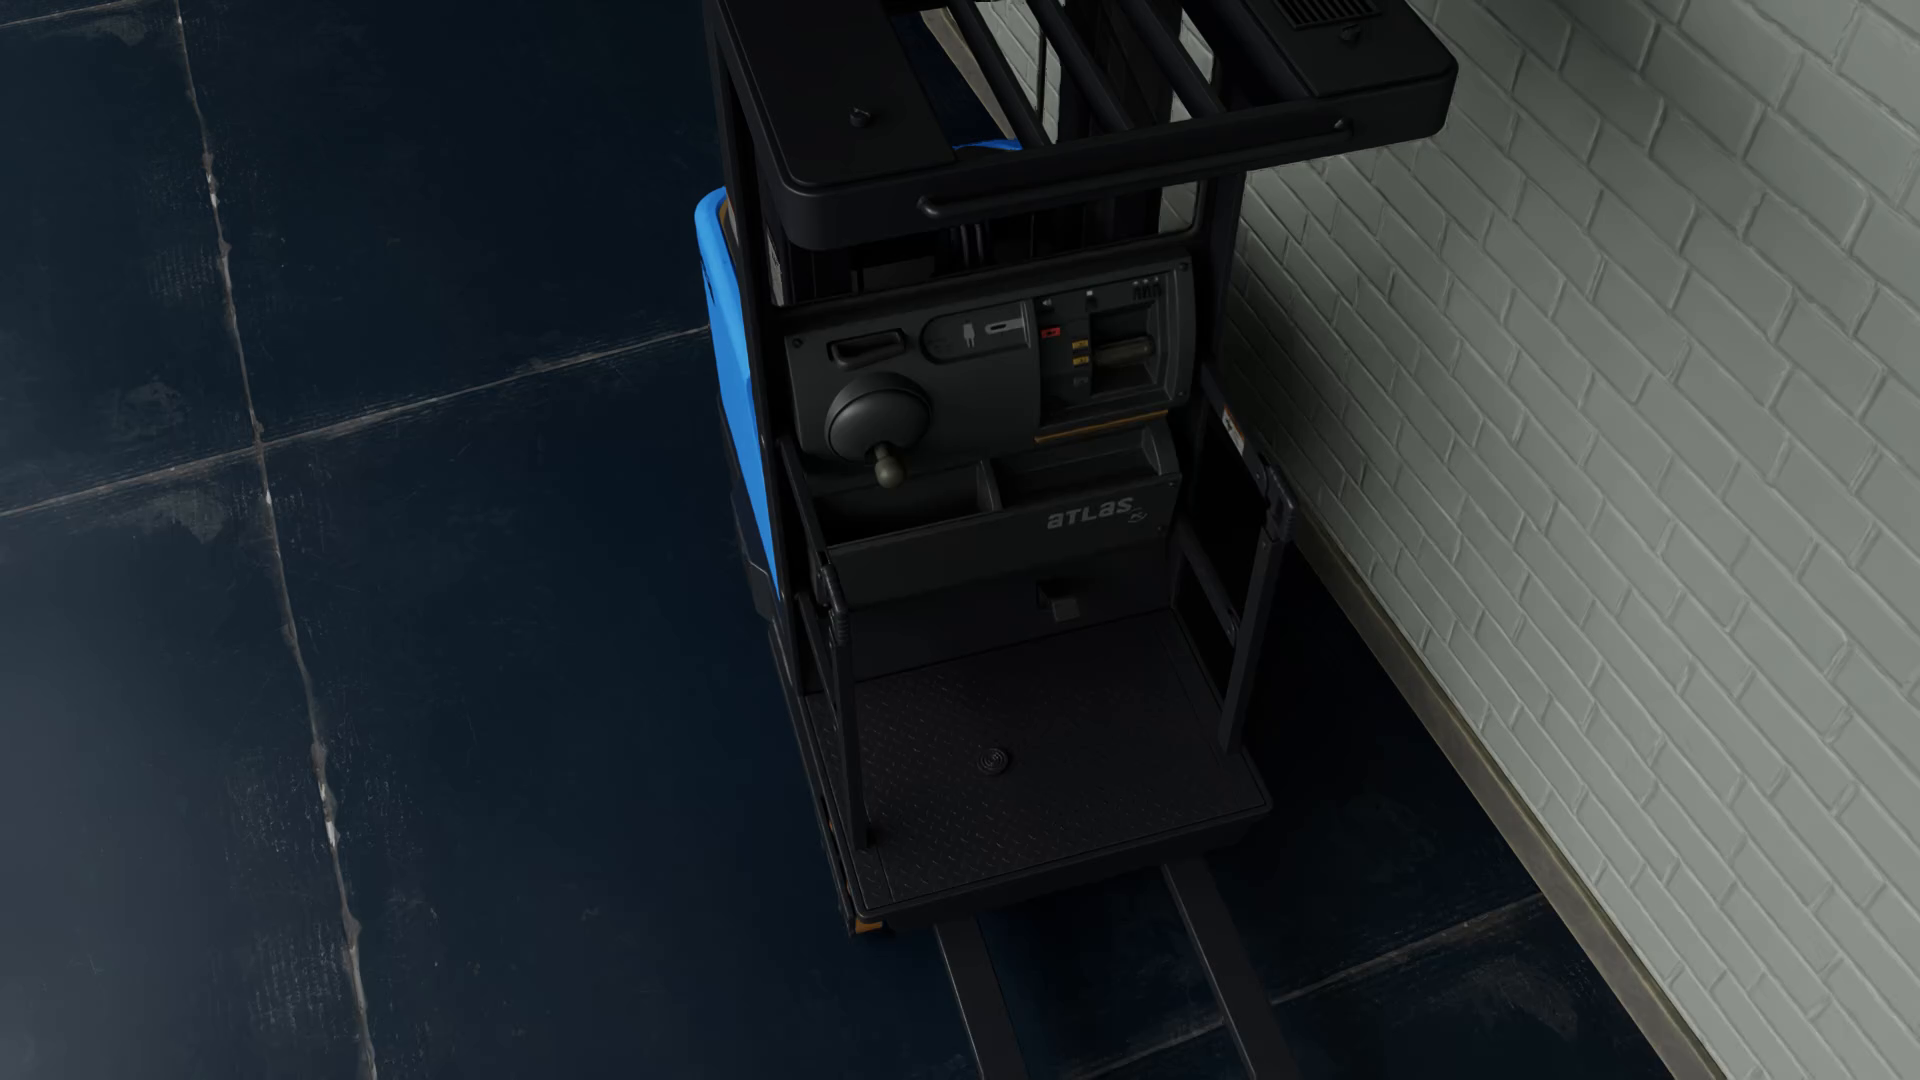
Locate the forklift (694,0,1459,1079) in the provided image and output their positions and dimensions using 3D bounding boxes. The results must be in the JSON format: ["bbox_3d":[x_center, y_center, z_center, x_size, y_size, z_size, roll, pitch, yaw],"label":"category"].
[{"bbox_3d":[0.144,-0.273,3.553,1.130,2.935,3.031,-13,51,-11],"label":"forklift"}]
